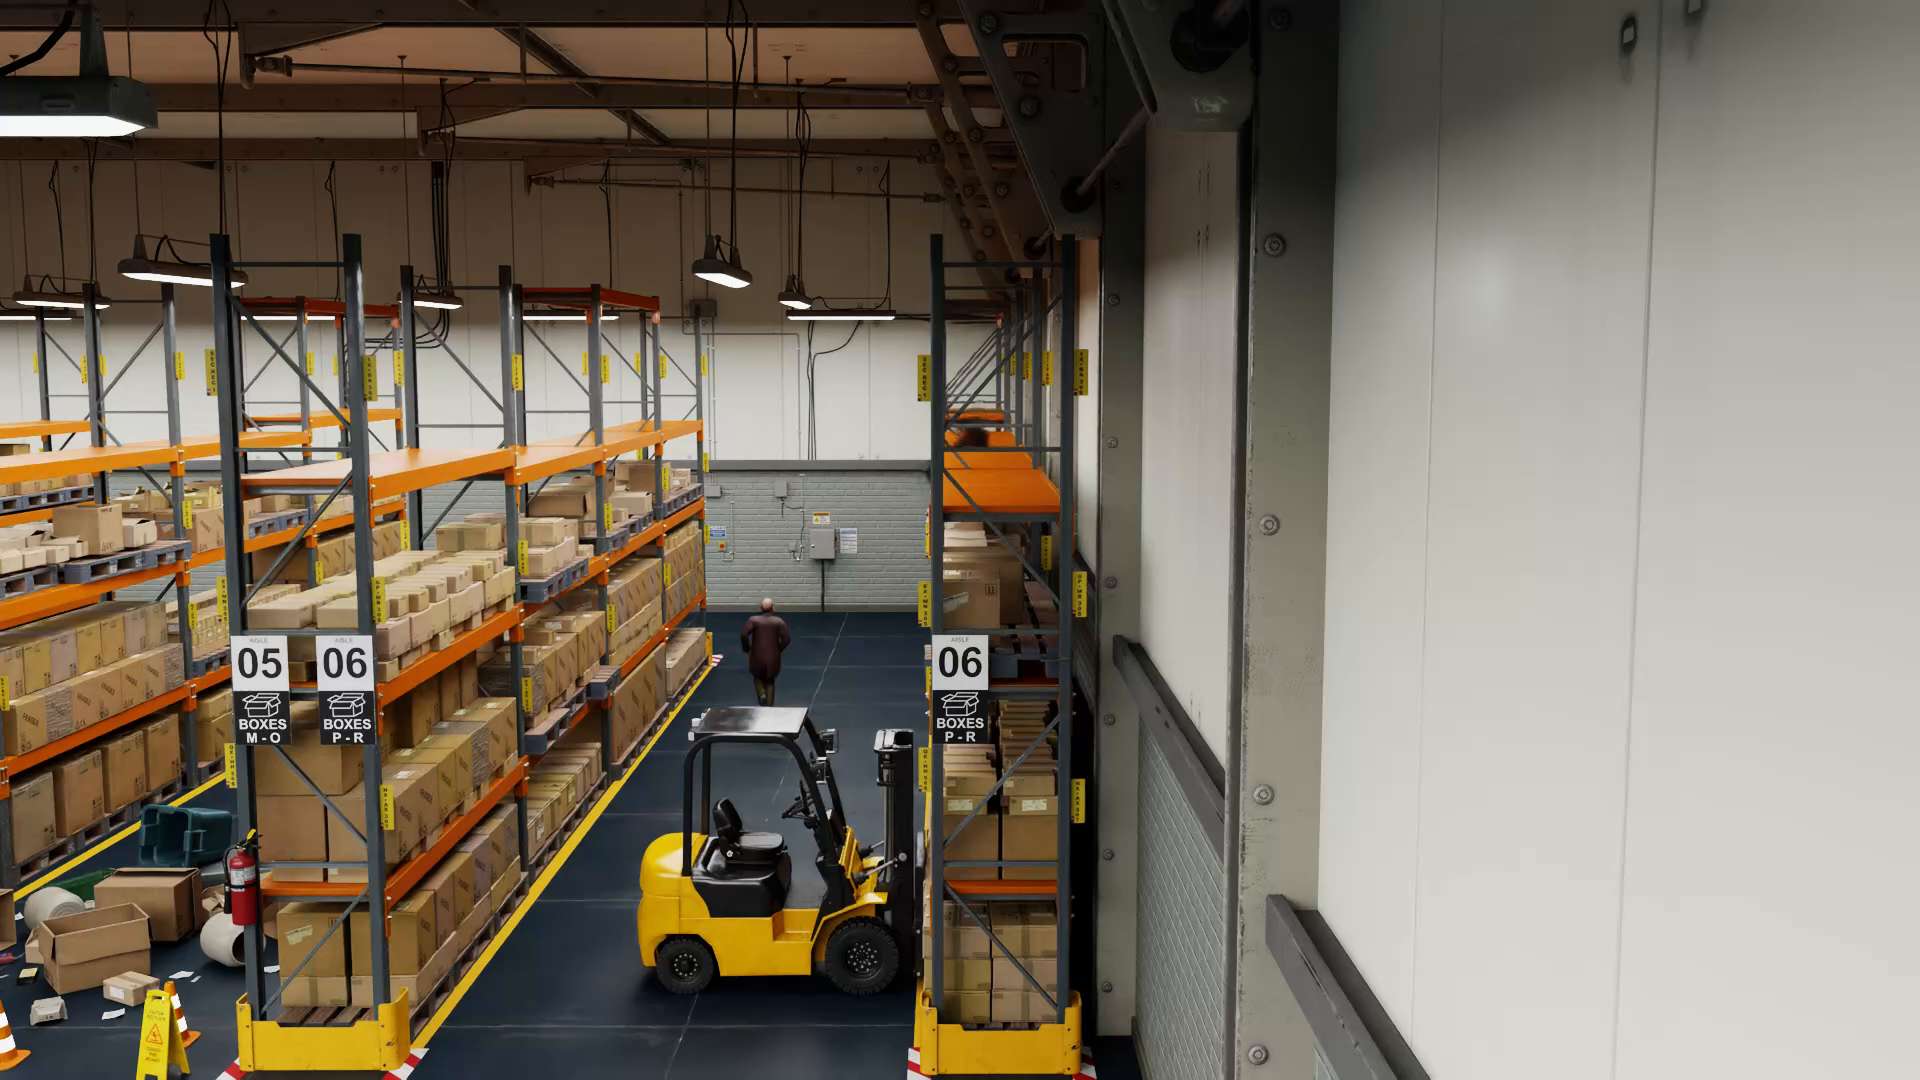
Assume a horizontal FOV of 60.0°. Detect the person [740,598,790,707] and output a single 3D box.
[{"bbox_3d":[-2.774,1.688,23.741,0.707,1.740,0.566,-1,6,-6],"label":"person"}]
